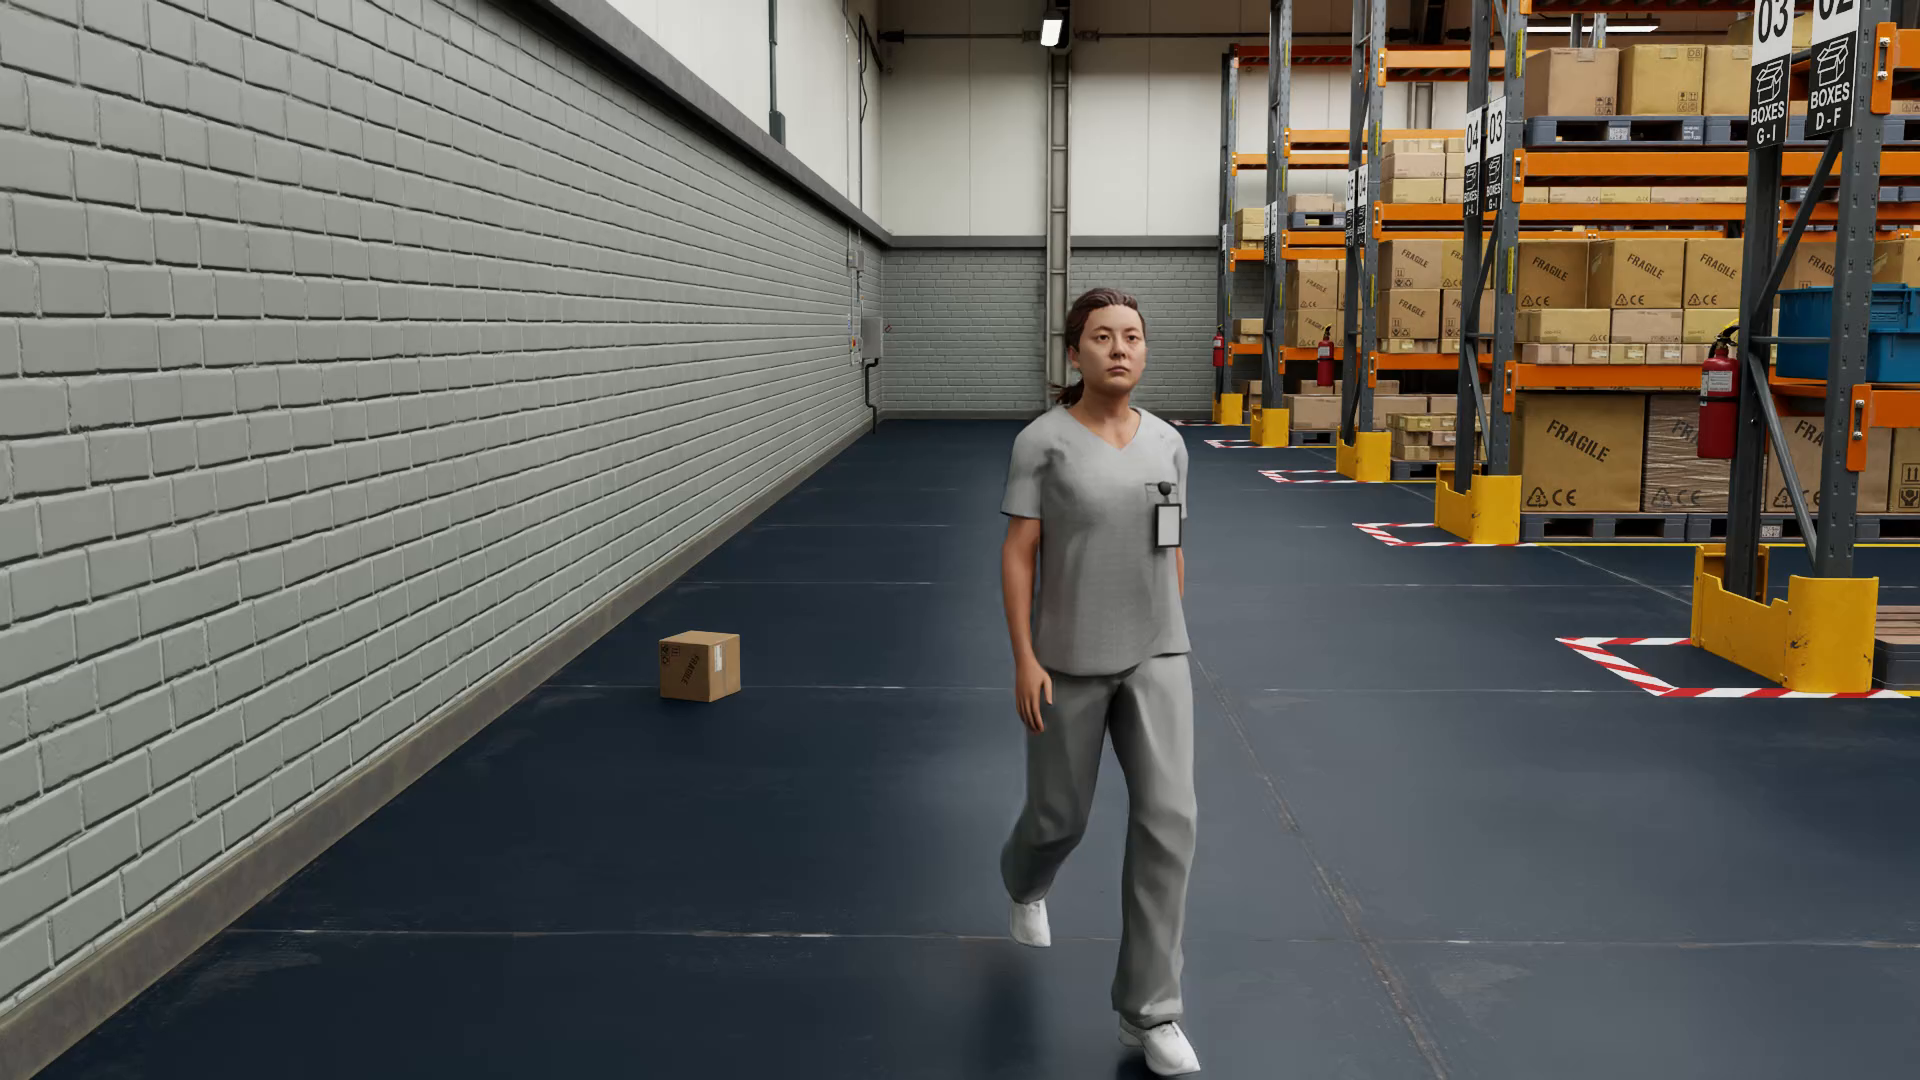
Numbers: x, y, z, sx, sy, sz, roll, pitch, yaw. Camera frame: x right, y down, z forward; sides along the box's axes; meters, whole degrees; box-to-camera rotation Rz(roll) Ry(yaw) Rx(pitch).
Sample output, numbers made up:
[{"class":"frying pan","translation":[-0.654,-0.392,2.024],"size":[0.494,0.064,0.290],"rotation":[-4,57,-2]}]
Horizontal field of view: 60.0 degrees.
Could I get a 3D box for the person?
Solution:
[{"class":"person","translation":[0.301,0.261,3.712],"size":[0.446,1.635,0.907],"rotation":[-2,7,-12]}]
